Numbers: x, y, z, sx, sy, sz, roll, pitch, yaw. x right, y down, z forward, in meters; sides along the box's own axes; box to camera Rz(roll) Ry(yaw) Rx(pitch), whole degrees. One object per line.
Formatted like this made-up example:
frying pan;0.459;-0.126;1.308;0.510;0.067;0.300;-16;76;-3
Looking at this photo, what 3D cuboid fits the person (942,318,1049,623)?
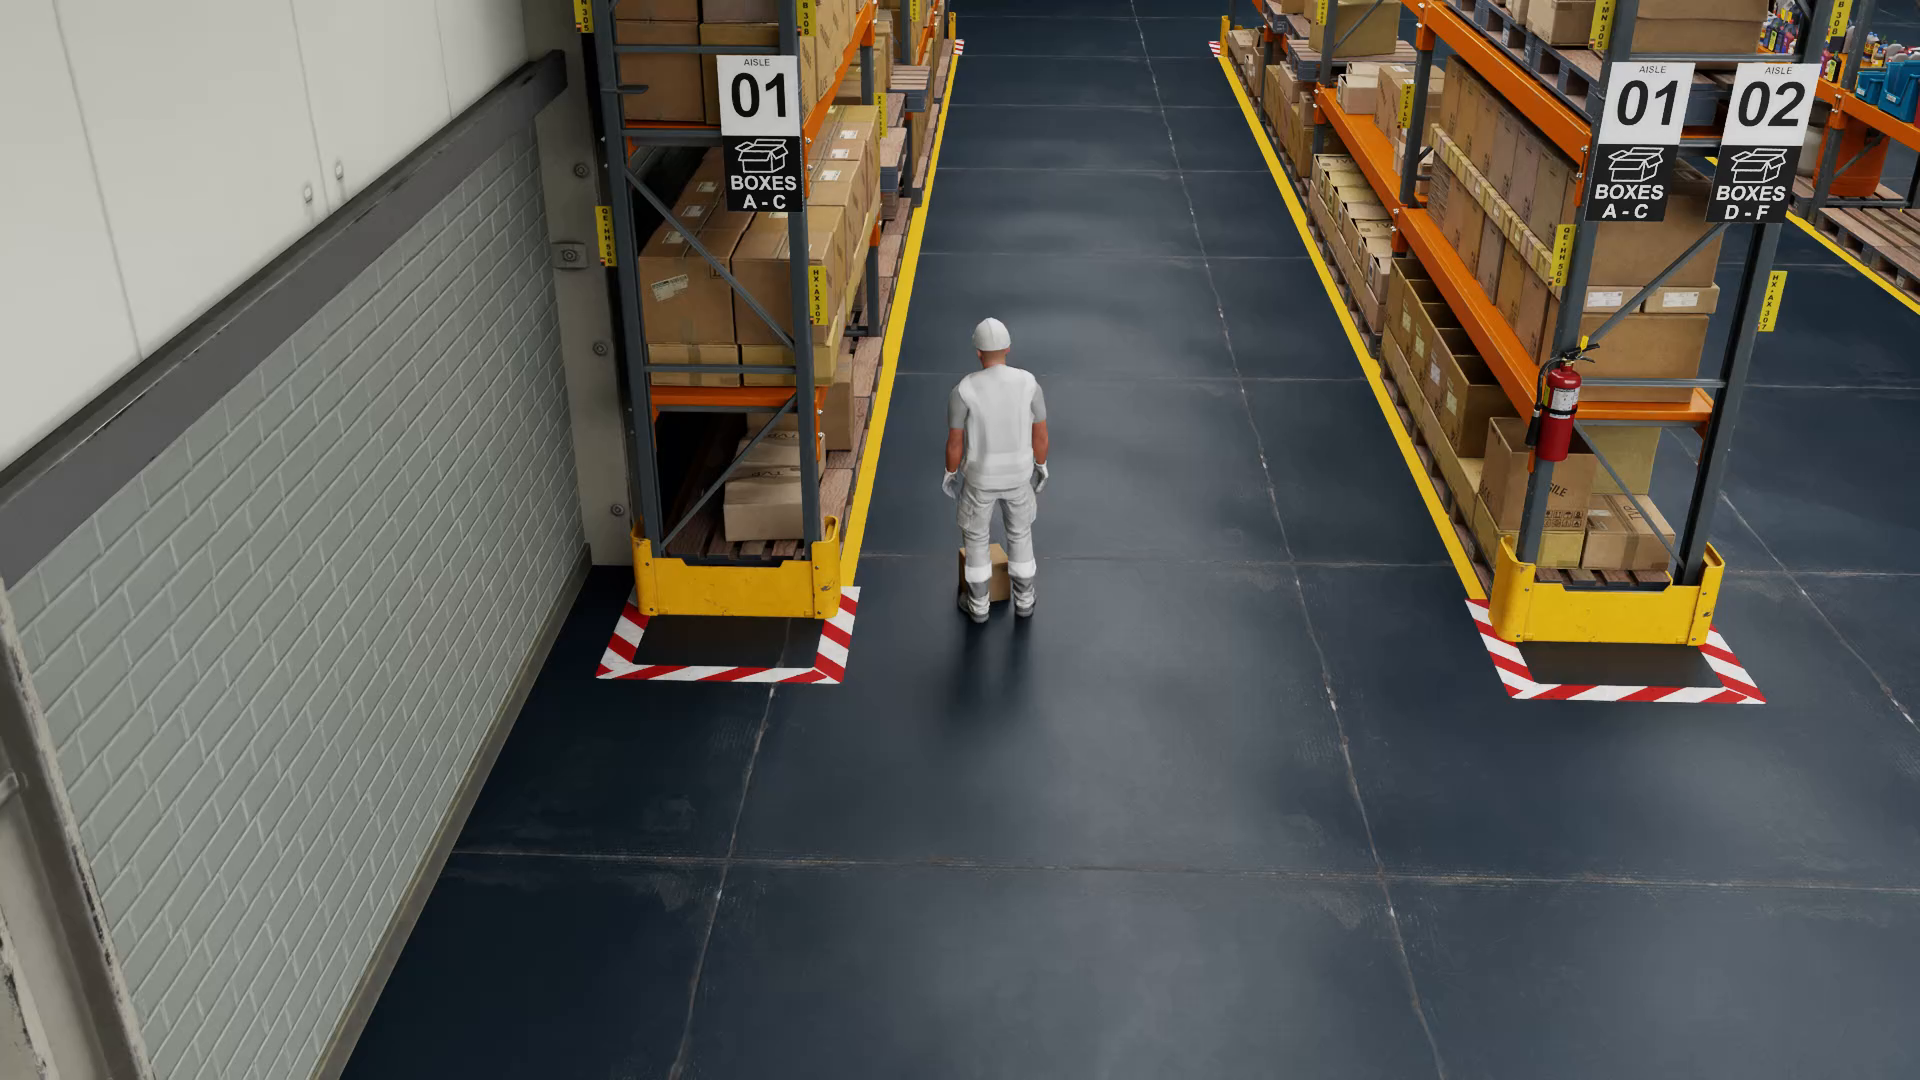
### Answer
person;0.203;-0.374;9.315;0.609;1.779;0.448;-5;28;-10
